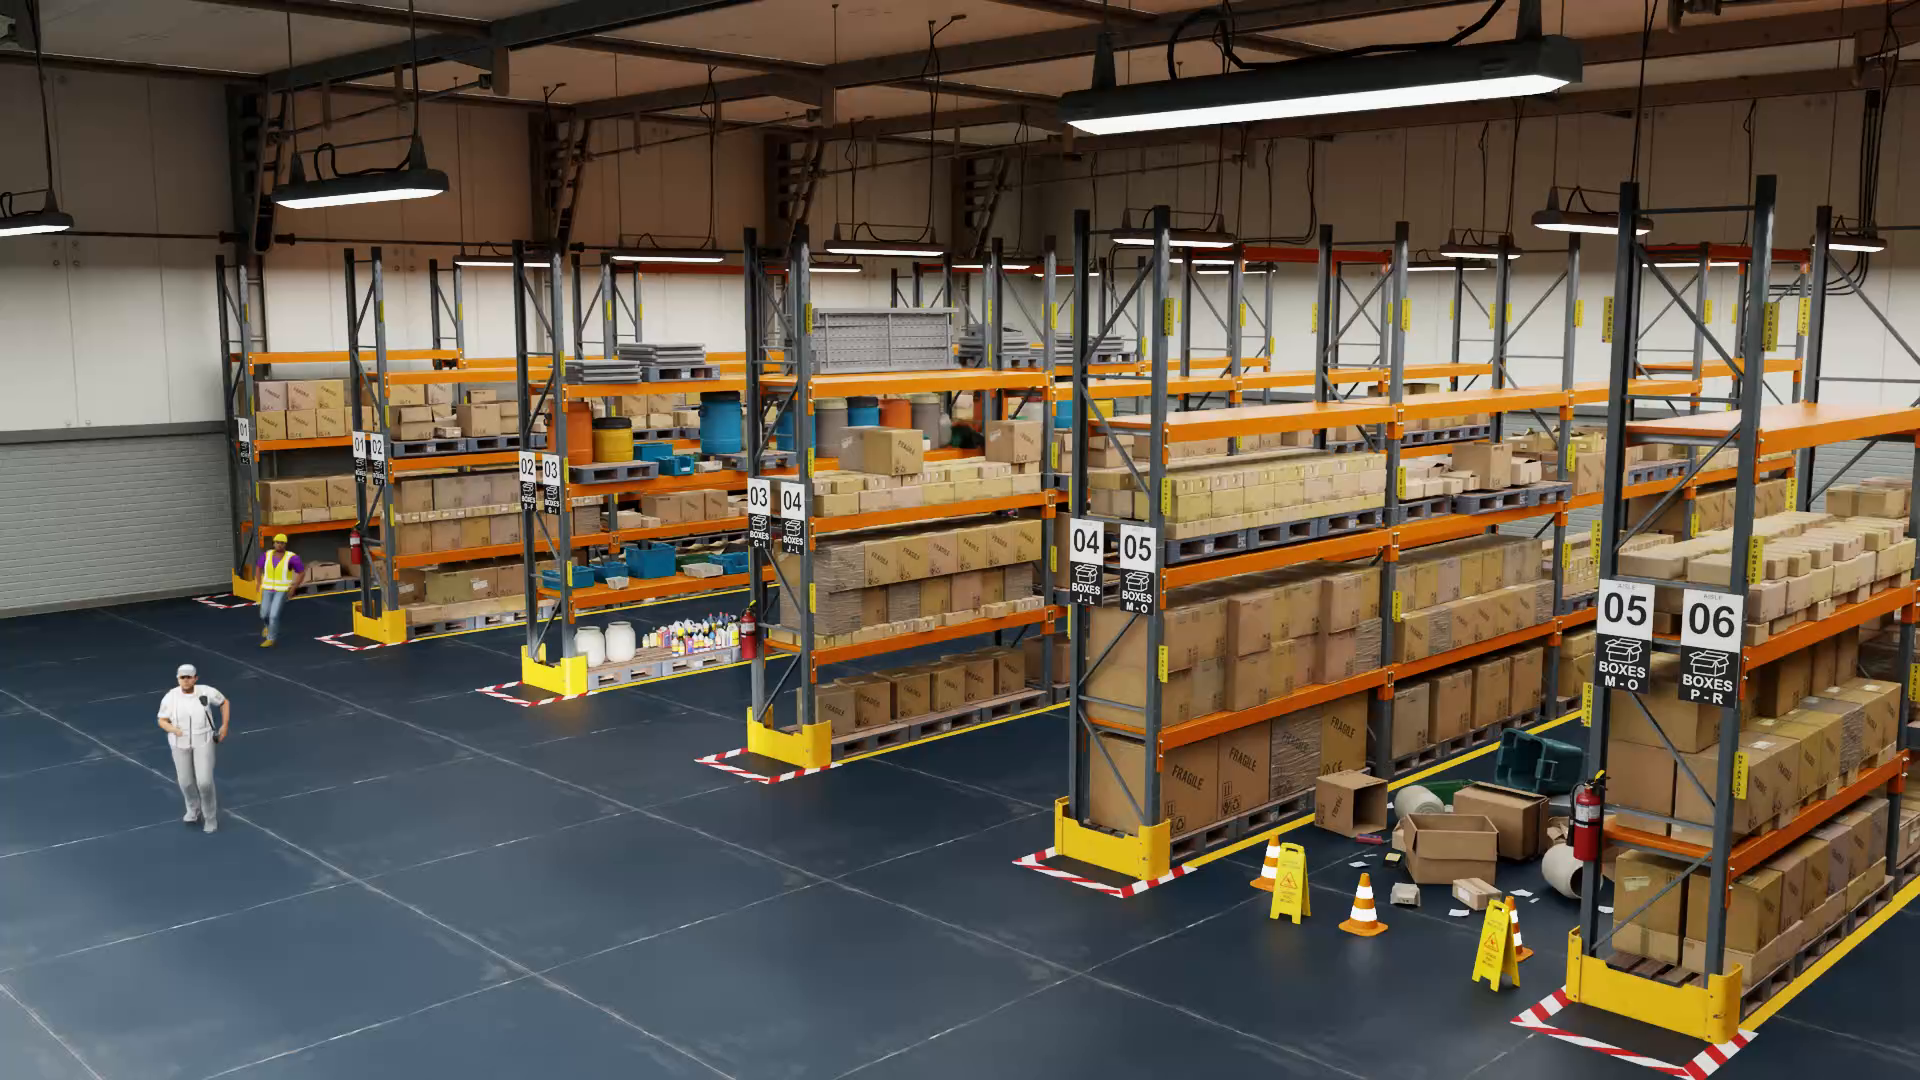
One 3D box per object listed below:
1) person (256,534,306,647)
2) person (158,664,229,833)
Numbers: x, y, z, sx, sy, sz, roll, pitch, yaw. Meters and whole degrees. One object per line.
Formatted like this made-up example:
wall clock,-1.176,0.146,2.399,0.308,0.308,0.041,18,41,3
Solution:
person,-10.344,0.742,25.327,0.751,1.712,0.594,-1,8,-6
person,-7.539,2.061,16.383,0.620,1.730,0.715,-3,8,-18
